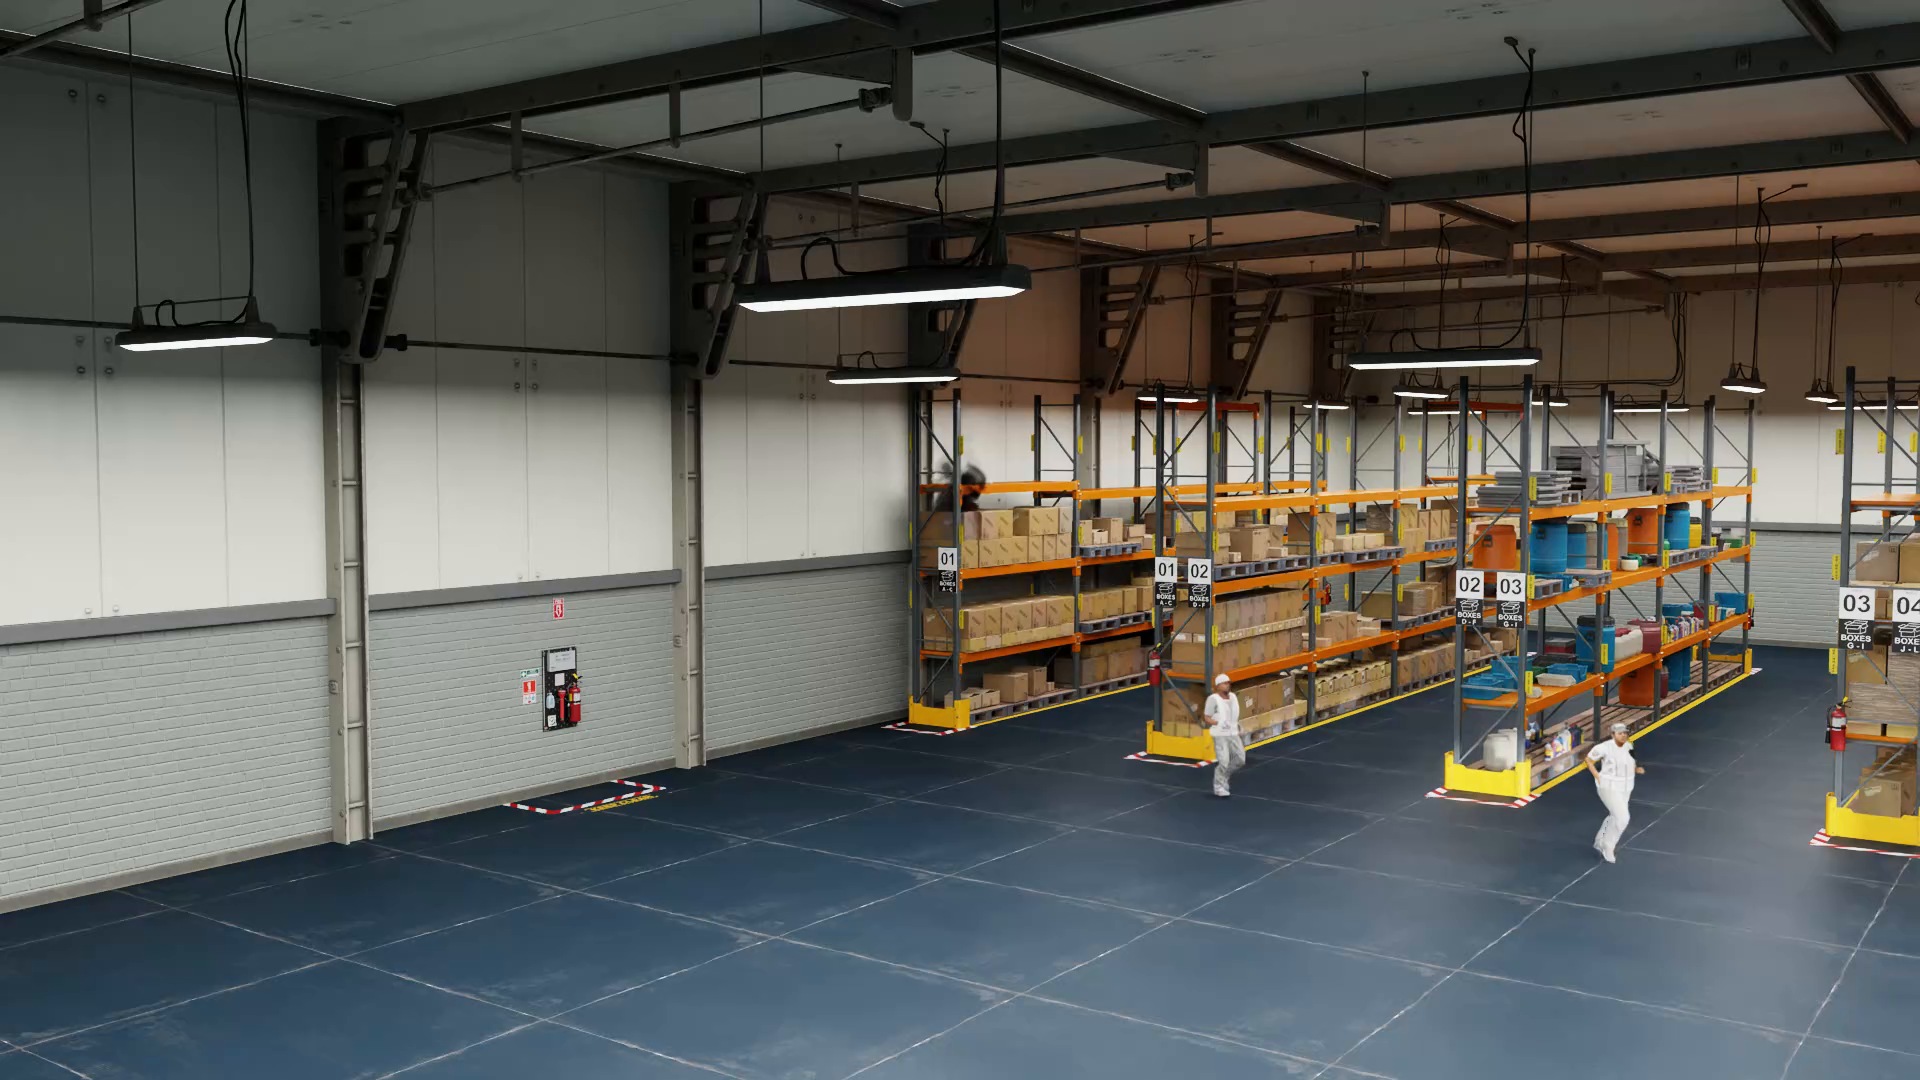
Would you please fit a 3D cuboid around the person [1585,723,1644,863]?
[{"bbox_3d":[7.942,3.048,20.089,0.574,1.704,0.697,-1,4,-22],"label":"person"}]

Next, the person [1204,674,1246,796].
[{"bbox_3d":[3.794,2.778,23.600,0.664,1.737,0.591,-2,4,-29],"label":"person"}]
